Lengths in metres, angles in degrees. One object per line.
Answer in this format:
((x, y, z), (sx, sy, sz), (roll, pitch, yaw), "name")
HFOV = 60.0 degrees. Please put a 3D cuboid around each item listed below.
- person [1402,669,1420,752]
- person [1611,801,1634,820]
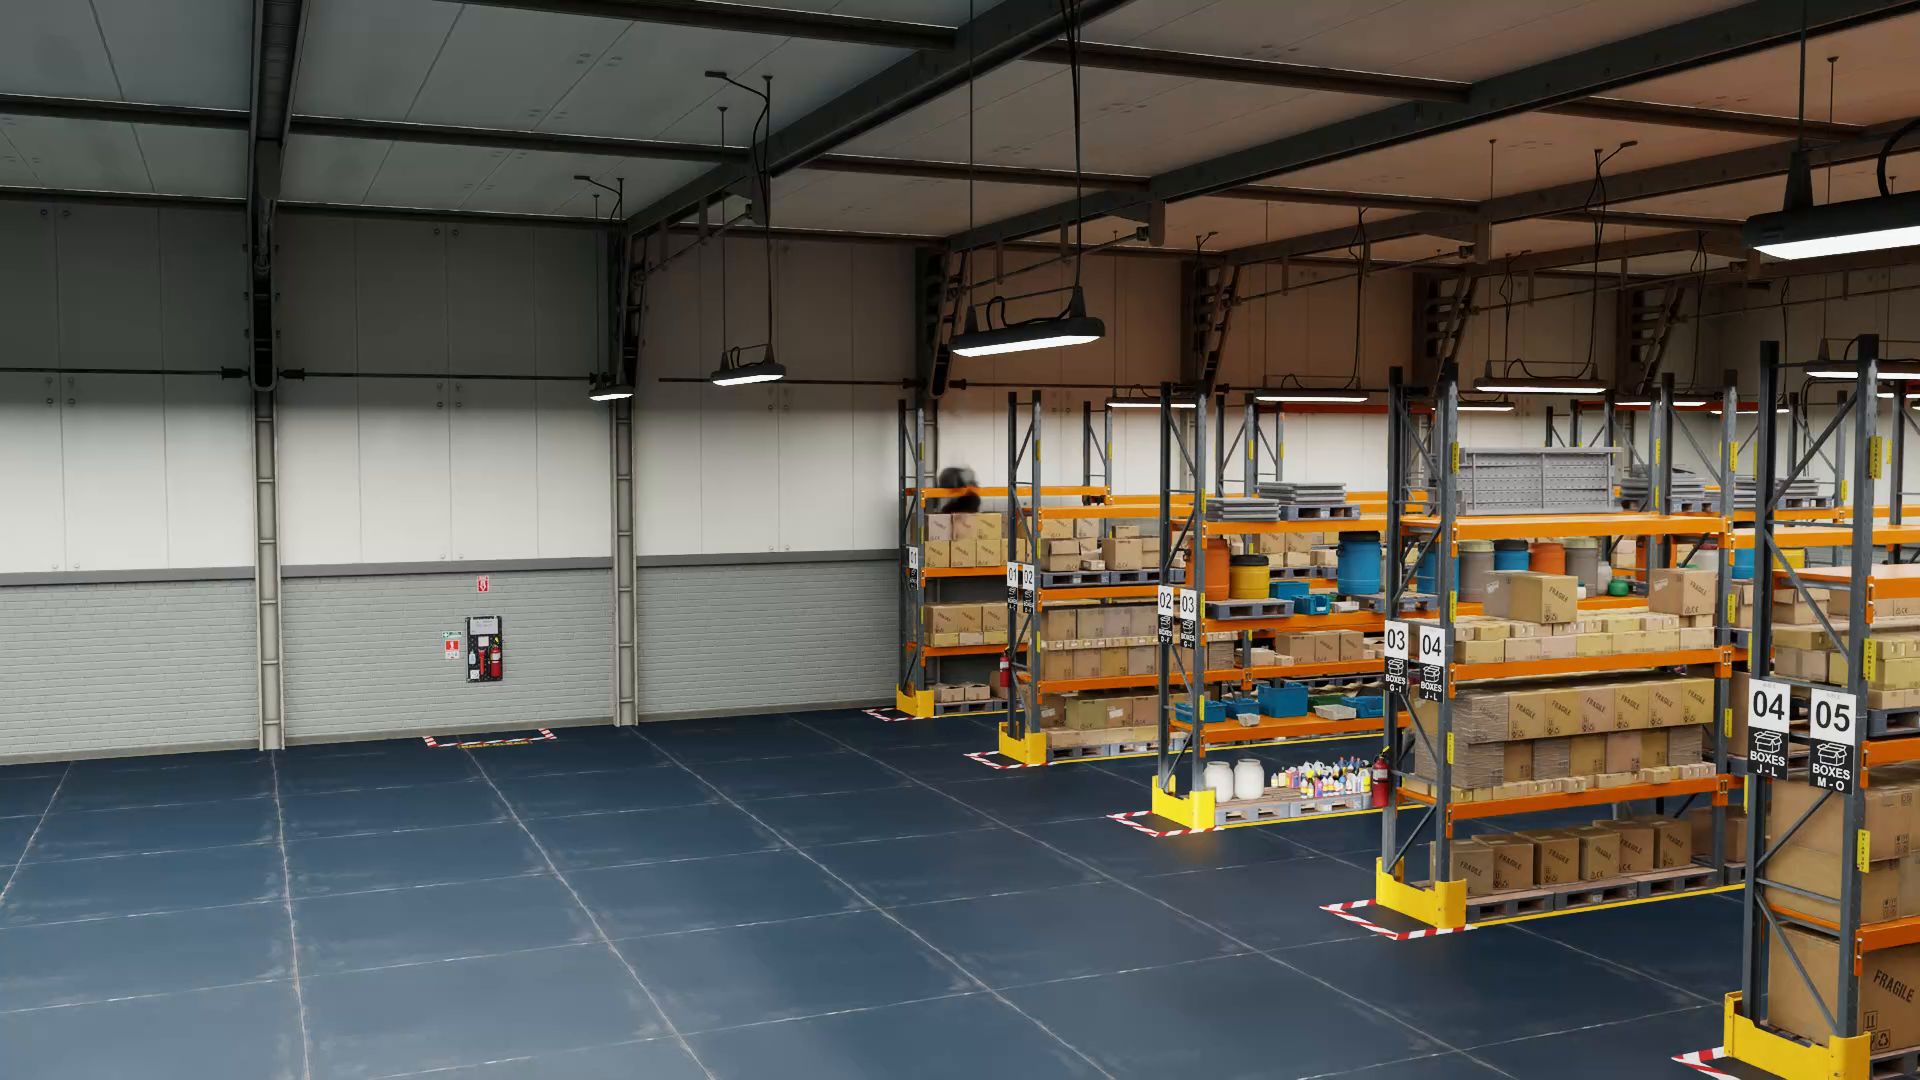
((7.568, 2.706, 27.678), (0.964, 1.690, 0.638), (-2, 4, -34), "person")
((8.666, 2.999, 21.861), (0.777, 1.826, 0.685), (-2, 4, -32), "person")
